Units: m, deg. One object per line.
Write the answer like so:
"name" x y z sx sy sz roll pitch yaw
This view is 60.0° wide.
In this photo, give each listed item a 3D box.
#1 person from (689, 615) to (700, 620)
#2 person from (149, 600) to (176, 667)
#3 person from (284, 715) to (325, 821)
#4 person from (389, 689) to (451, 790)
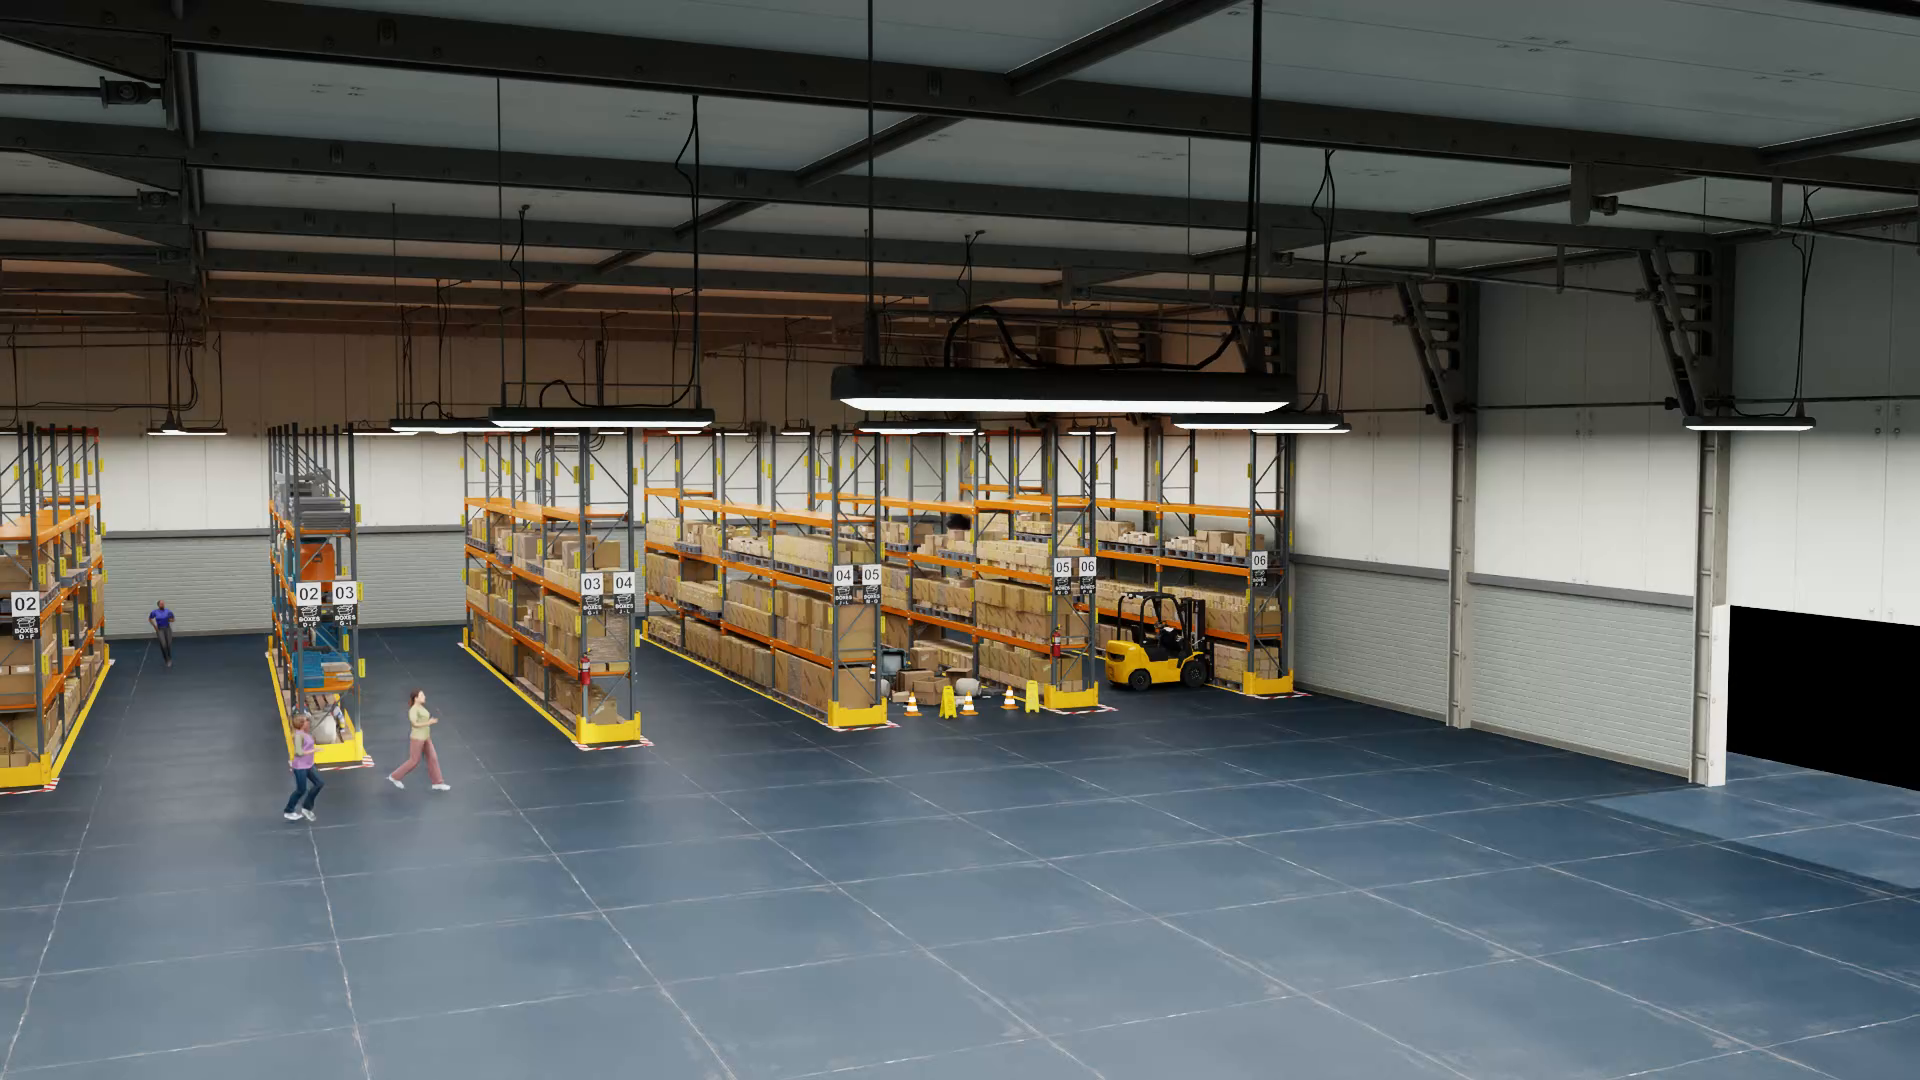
"person" -7.823 1.863 49.156 0.814 1.720 0.712 2 4 30
"person" -20.077 2.355 41.890 0.583 1.698 0.760 -3 4 -38
"person" -9.770 3.410 24.805 0.640 1.618 0.514 0 3 -1
"person" -8.759 3.210 26.859 0.926 1.630 0.575 0 3 0
